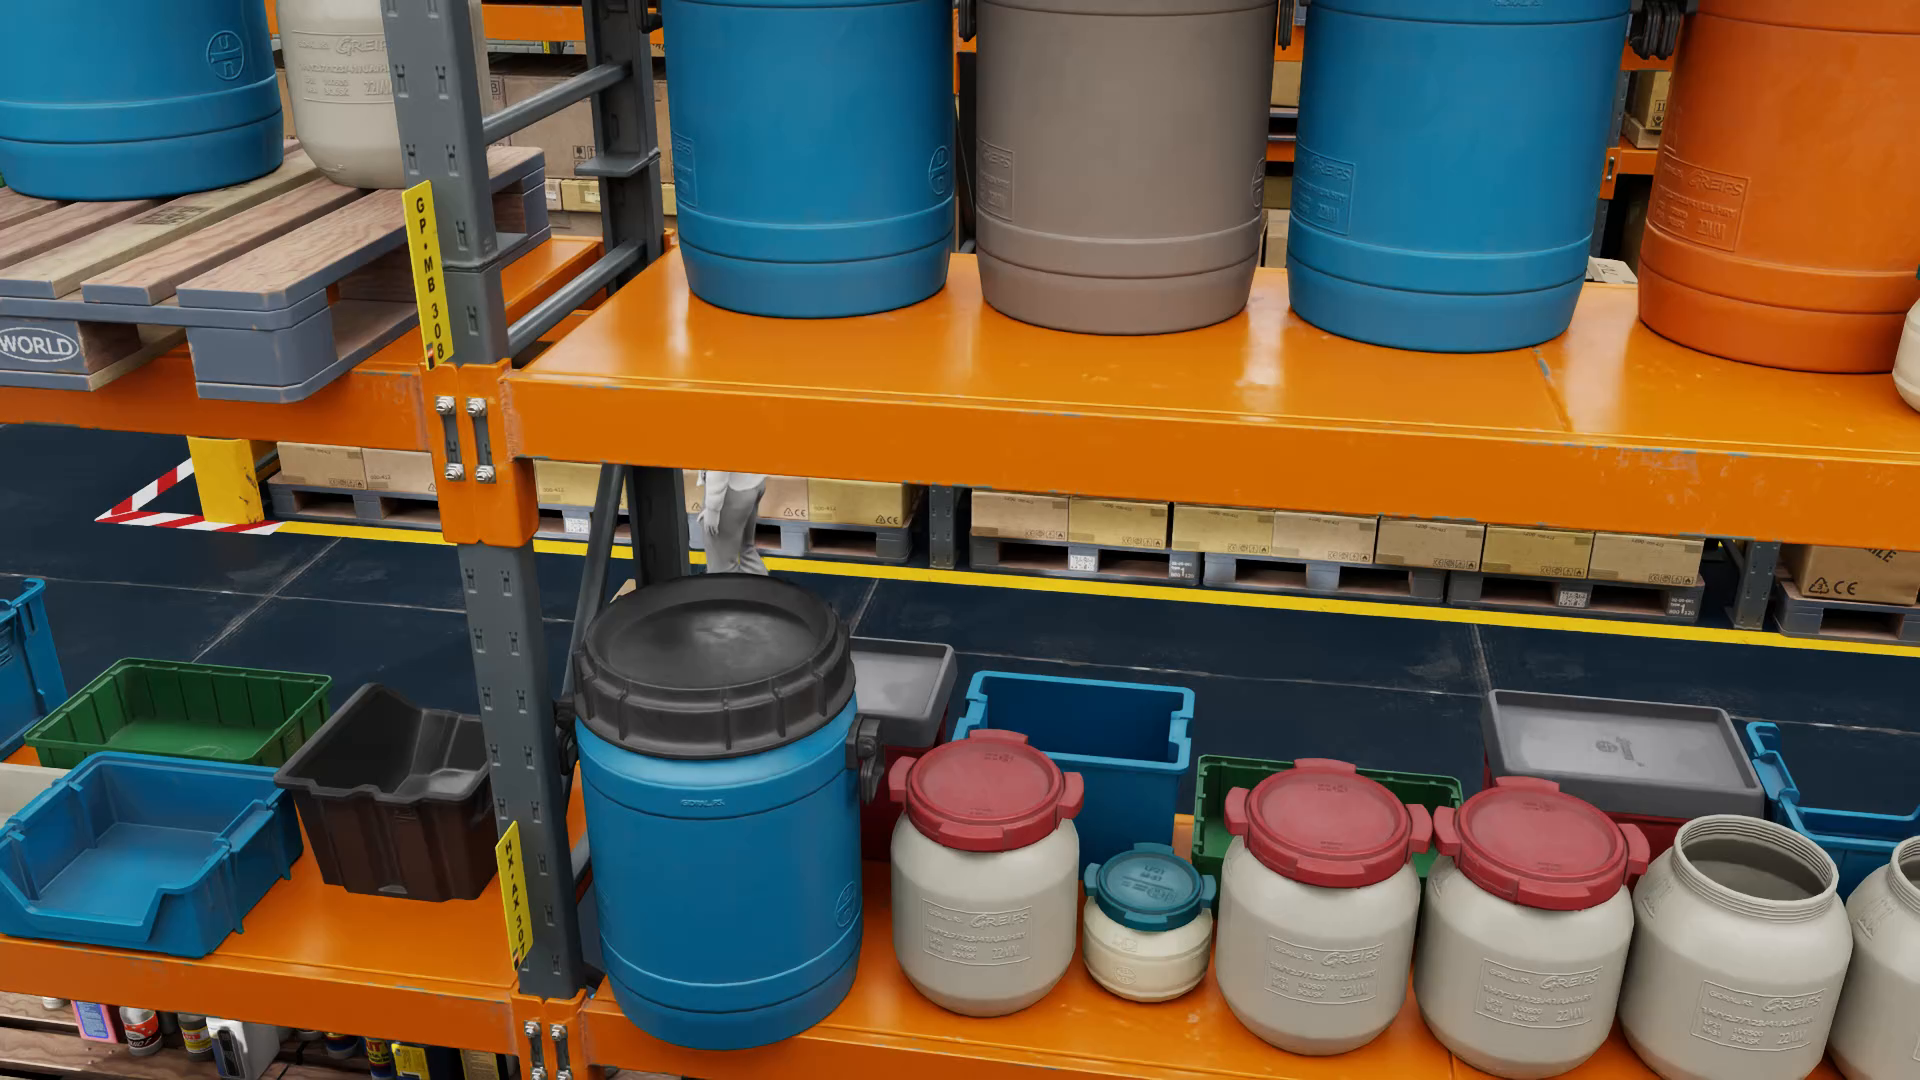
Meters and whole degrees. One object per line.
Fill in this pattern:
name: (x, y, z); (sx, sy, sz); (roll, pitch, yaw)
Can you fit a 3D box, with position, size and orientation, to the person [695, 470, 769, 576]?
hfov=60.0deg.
person: (-1.049, -0.221, 7.585); (0.339, 1.692, 0.477); (5, 25, 10)
